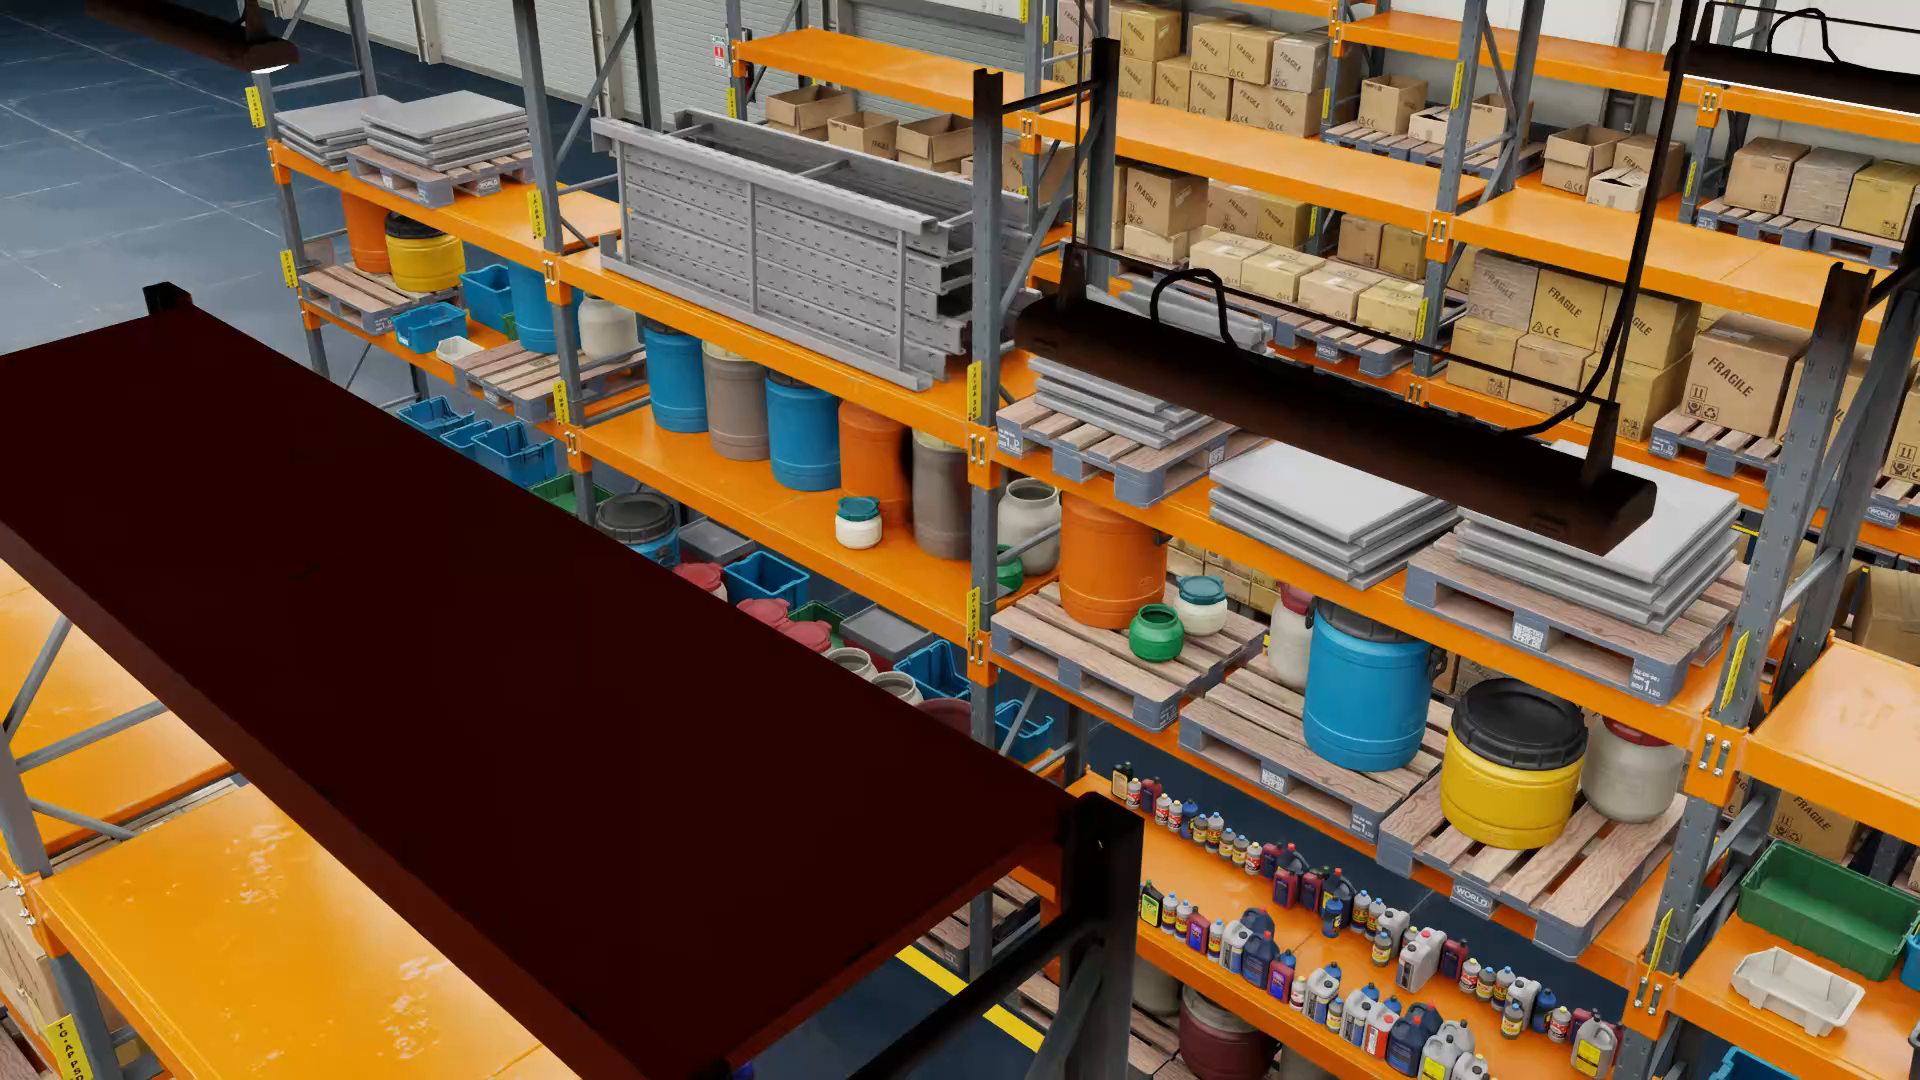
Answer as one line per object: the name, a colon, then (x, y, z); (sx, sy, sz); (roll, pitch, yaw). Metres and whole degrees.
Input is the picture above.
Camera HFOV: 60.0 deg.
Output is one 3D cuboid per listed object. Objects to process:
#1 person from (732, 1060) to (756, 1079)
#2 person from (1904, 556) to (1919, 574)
person: (-1.327, 3.129, 9.039); (0.613, 1.585, 1.021); (-20, 35, -31)
person: (7.332, 0.810, 13.083); (0.542, 1.690, 0.485); (-22, 36, -34)
